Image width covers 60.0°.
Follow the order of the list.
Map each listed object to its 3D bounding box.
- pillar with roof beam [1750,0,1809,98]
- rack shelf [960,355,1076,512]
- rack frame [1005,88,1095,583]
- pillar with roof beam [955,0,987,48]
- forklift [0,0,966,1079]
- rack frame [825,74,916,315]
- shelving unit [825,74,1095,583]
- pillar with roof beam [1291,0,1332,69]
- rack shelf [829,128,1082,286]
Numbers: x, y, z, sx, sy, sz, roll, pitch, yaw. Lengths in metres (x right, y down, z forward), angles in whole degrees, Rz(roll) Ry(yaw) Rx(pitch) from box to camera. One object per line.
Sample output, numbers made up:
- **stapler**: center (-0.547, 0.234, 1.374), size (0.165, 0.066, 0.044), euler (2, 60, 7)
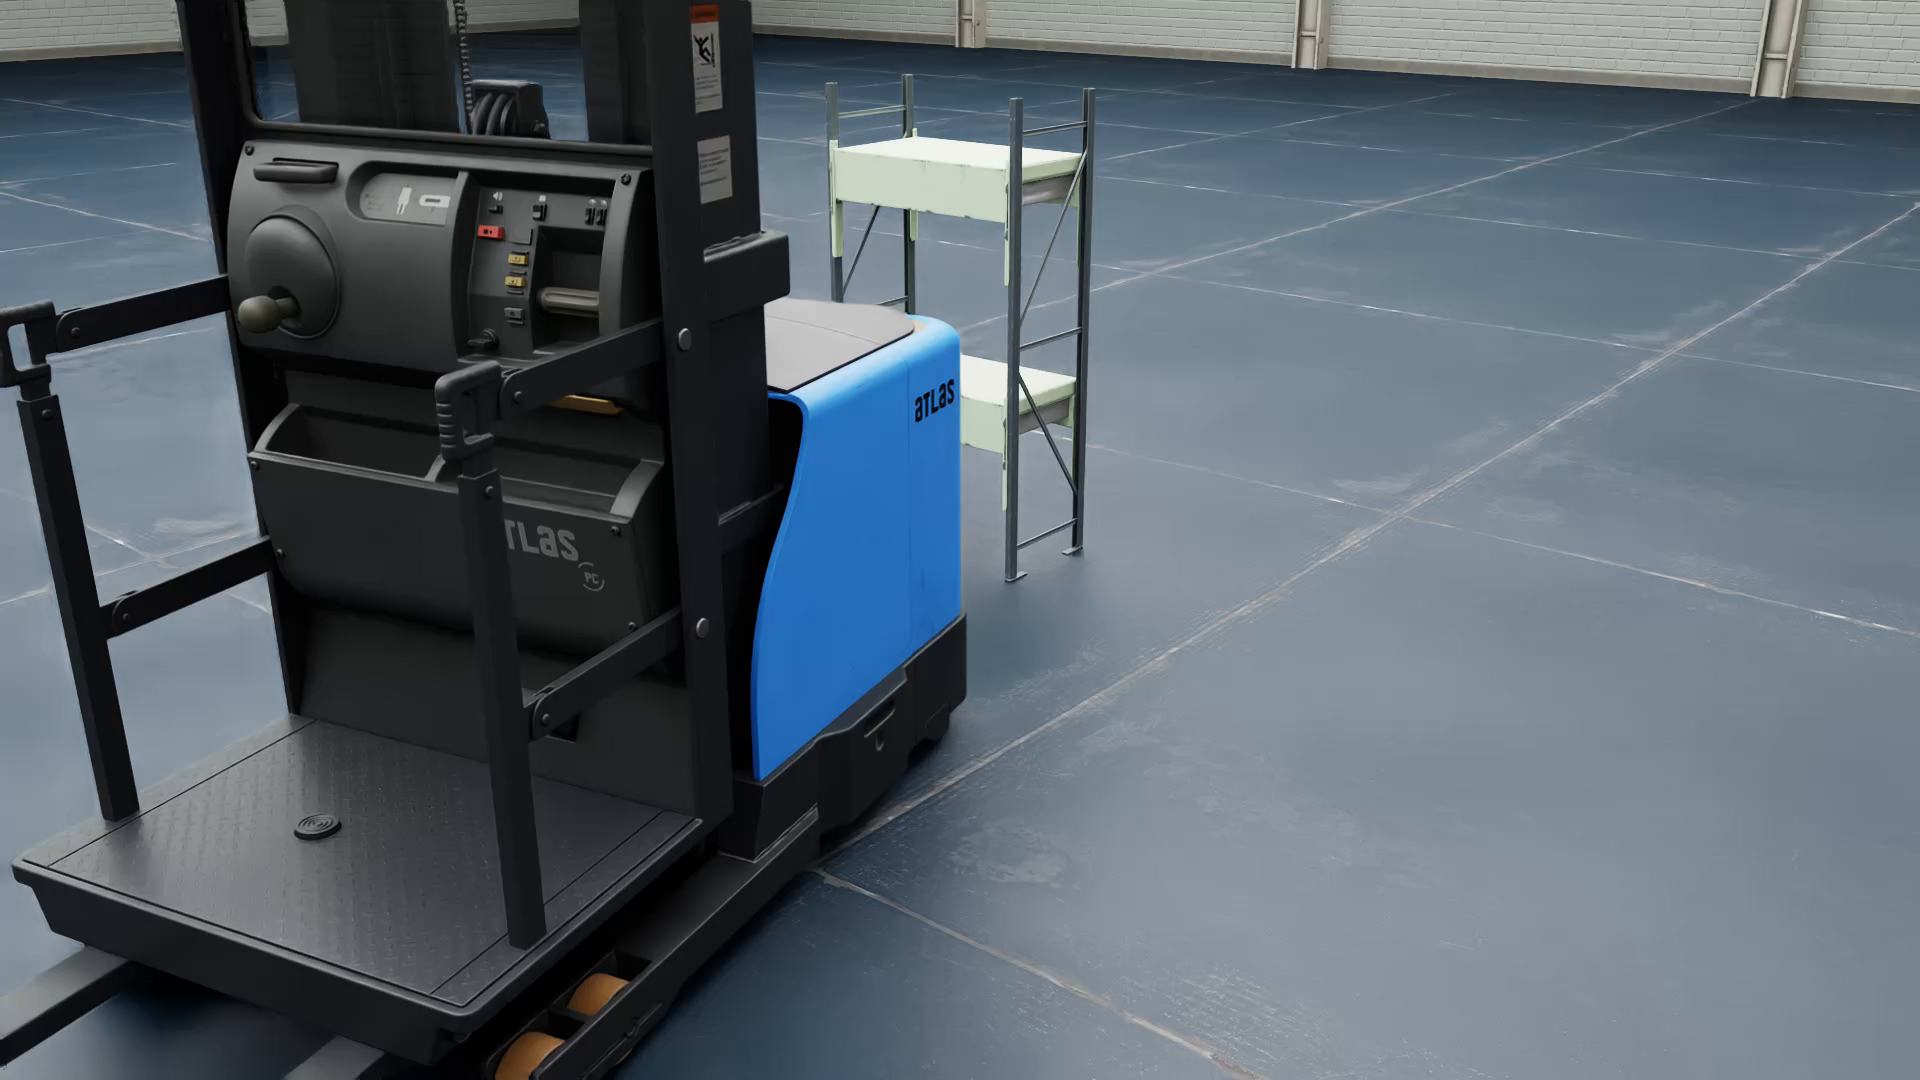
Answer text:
- **pillar with roof beam**: center (6.748, -8.215, 14.700), size (0.400, 9.000, 9.100), euler (16, 26, 36)
- **rack shelf**: center (-0.005, -0.398, 5.523), size (0.720, 0.370, 0.431), euler (16, 26, 36)
- **rack frame**: center (0.278, -0.622, 5.191), size (0.023, 1.500, 0.400), euler (16, 26, 36)
- **pillar with roof beam**: center (-2.549, -10.893, 21.800), size (0.400, 9.000, 9.100), euler (16, 26, 36)
- **forklift**: center (-1.071, -0.511, 2.869), size (1.130, 2.935, 3.031), euler (9, 23, 24)
- **rack frame**: center (-0.289, -0.785, 5.624), size (0.023, 1.500, 0.400), euler (16, 26, 36)
- **shelving unit**: center (-0.005, -0.703, 5.407), size (0.755, 1.500, 0.431), euler (16, 26, 36)
- **pillar with roof beam**: center (2.100, -9.554, 18.250), size (0.400, 9.000, 9.100), euler (16, 26, 36)
- **rack shelf**: center (-0.005, -1.068, 5.270), size (0.720, 0.370, 0.431), euler (16, 26, 36)
